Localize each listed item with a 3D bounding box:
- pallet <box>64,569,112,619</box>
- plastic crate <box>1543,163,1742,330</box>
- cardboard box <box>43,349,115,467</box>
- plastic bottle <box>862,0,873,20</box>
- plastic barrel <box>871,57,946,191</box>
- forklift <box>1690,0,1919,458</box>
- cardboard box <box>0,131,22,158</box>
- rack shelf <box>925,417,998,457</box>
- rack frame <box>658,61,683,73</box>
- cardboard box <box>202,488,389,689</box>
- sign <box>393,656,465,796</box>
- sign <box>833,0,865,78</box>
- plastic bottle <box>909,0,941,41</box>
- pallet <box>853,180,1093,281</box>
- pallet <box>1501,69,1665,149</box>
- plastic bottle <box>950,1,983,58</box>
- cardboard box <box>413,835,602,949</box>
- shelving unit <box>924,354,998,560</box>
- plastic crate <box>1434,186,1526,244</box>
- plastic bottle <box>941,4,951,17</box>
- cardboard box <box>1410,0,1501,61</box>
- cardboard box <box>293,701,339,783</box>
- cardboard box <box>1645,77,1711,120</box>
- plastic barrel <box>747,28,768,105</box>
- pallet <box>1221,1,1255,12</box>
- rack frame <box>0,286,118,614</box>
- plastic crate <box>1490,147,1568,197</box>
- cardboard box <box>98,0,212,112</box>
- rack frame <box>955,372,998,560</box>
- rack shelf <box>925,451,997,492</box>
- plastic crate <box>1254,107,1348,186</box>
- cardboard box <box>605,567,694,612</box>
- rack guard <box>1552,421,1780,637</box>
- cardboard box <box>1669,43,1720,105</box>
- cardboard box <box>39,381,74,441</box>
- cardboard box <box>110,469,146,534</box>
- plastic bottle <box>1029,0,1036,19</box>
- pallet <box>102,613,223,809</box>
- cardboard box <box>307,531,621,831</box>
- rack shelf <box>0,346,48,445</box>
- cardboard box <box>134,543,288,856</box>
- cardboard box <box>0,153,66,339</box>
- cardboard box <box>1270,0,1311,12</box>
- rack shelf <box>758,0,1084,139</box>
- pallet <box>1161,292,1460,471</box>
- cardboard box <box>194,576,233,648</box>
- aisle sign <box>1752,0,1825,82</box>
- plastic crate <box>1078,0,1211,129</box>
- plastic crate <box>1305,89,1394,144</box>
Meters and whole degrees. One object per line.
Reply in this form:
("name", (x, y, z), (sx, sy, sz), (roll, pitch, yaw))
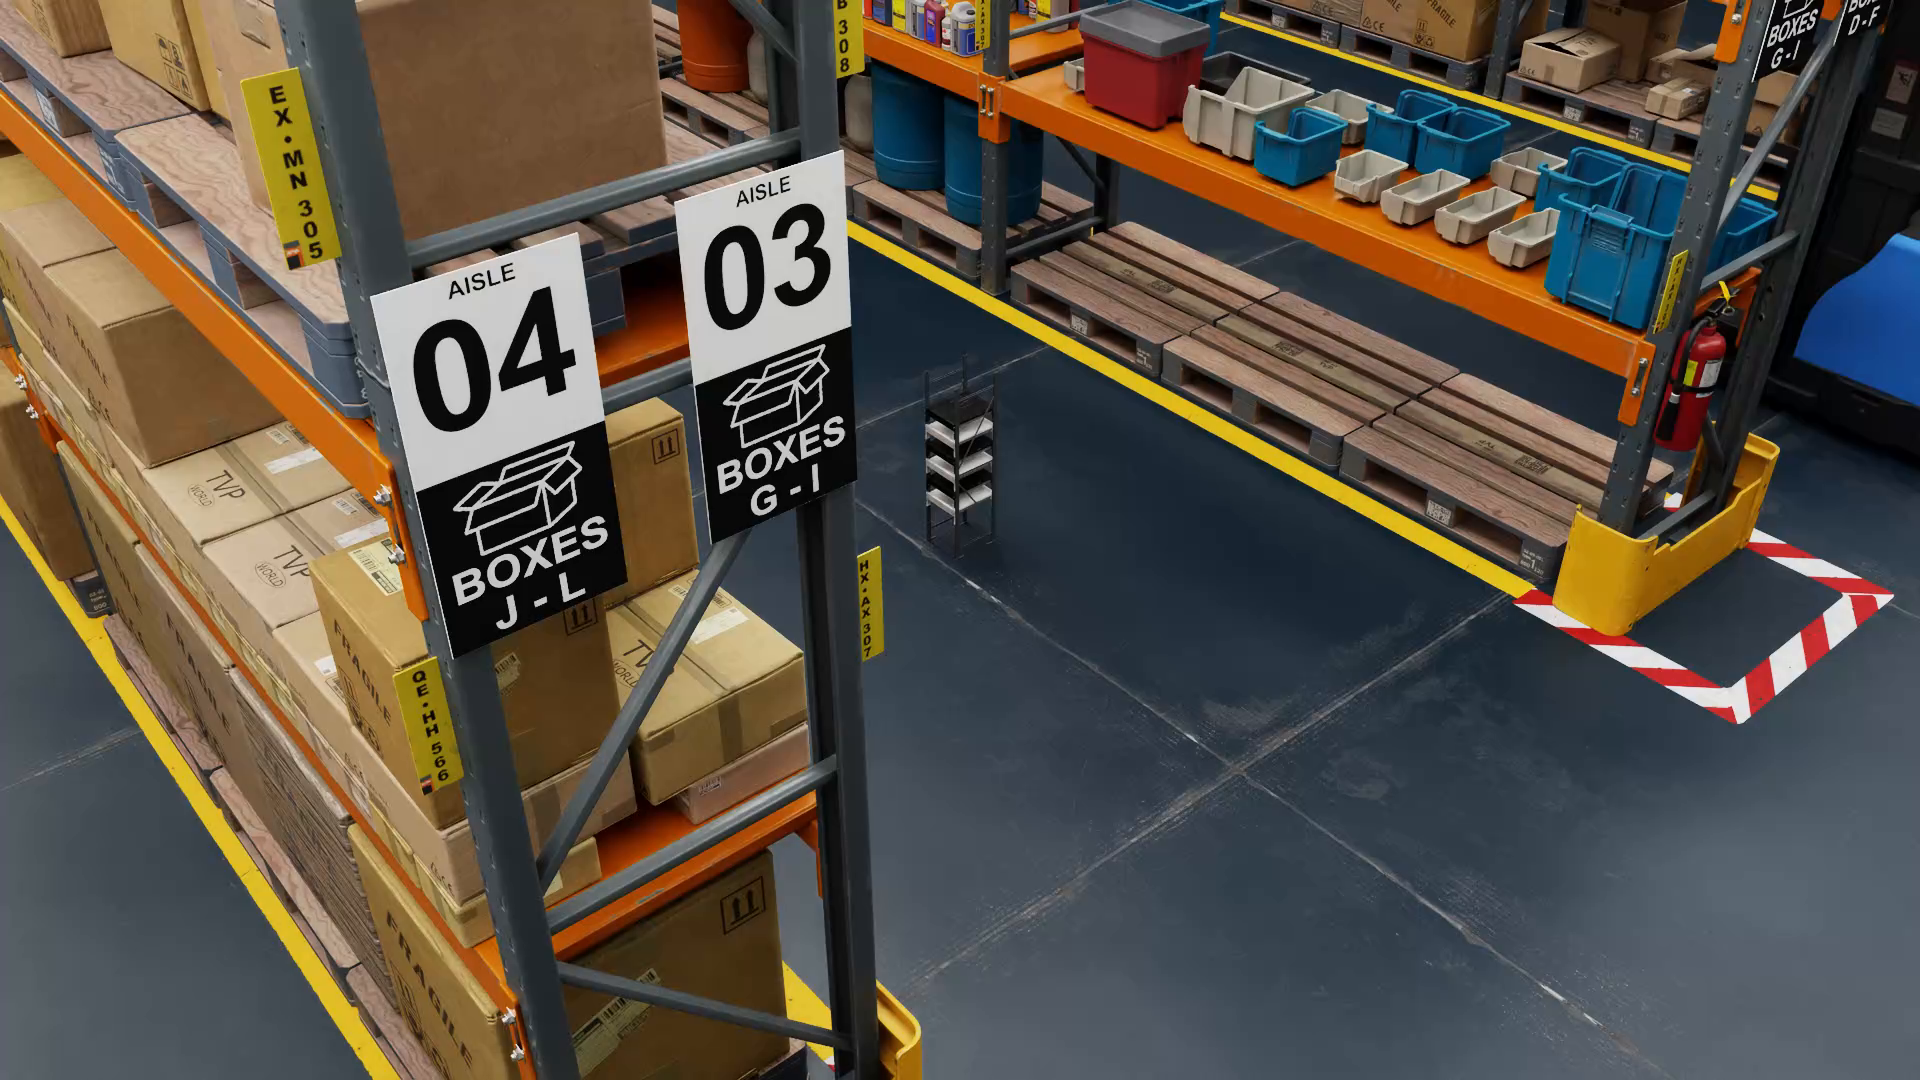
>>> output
("pallet", (-3.797, -0.185, 7.828), (1.003, 0.211, 1.213), (-26, 43, -32))
("plastic crate", (2.765, -1.208, 6.778), (0.616, 0.435, 0.499), (-26, 43, -32))
("cardboard box", (-2.821, -0.544, 5.794), (0.500, 0.250, 0.500), (-26, 43, -32))
("plastic bottle", (-0.520, -3.244, 9.842), (0.152, 0.276, 0.135), (-26, 43, -32))
("plastic barrel", (-0.253, -2.731, 10.464), (0.600, 0.901, 0.708), (-26, 43, -32))
("forklift", (4.398, -2.279, 8.431), (1.130, 2.935, 3.031), (-25, 42, -31))
("cardboard box", (-3.660, -1.739, 6.656), (0.797, 0.503, 0.637), (-27, 43, -33))
("rack shelf", (0.005, -0.483, 7.400), (0.258, 0.077, 0.200), (-26, 43, -32))
("rack frame", (-2.039, -4.623, 11.683), (1.000, 3.000, 0.127), (-26, 43, -32))
("cardboard box", (-1.831, 0.132, 4.840), (0.500, 0.250, 0.500), (-28, 44, -33))
("sign", (-1.083, 0.383, 3.407), (0.100, 0.325, 0.005), (-26, 43, -32))
("sign", (-0.232, -1.061, 3.233), (0.100, 0.325, 0.005), (-26, 43, -32))
("plastic bottle", (-0.195, -3.021, 9.528), (0.152, 0.276, 0.135), (-26, 43, -32))
("pallet", (0.076, -2.075, 10.498), (1.003, 0.211, 1.213), (-26, 43, -32))
("pallet", (4.771, -3.261, 12.173), (1.003, 0.211, 1.213), (-26, 43, -32))
("plastic bottle", (0.041, -2.860, 9.300), (0.152, 0.276, 0.135), (-26, 43, -32))
("cardboard box", (-1.141, 0.824, 4.208), (0.380, 0.149, 0.250), (-25, 42, -31))
("shelving unit", (0.005, -0.364, 7.485), (0.258, 0.900, 0.210), (-26, 43, -32))
("plastic crate", (2.283, -1.434, 7.356), (0.396, 0.136, 0.243), (-26, 43, -32))
("plastic bottle", (-0.094, -2.952, 9.495), (0.097, 0.201, 0.097), (0, 35, 0))
("cardboard box", (3.791, -3.973, 12.547), (0.500, 0.500, 0.500), (-26, 43, -32))
("cardboard box", (-1.632, 0.488, 4.683), (0.380, 0.149, 0.250), (-25, 42, -31))
("cardboard box", (5.000, -3.082, 11.577), (0.380, 0.166, 0.250), (-26, 43, -32))
("plastic barrel", (-1.278, -3.354, 11.679), (0.421, 0.512, 0.421), (0, 35, 0))
("pallet", (2.200, -4.987, 14.609), (1.003, 0.211, 1.213), (-26, 43, -32))
("rack frame", (-3.241, -1.010, 6.581), (1.000, 3.000, 0.127), (-26, 43, -32))
("plastic crate", (2.634, -1.712, 7.748), (0.250, 0.136, 0.298), (-26, 43, -32))
("cardboard box", (-1.678, -1.434, 4.048), (0.700, 0.500, 0.500), (-29, 45, -35))
("rack frame", (0.071, -0.319, 7.421), (0.240, 0.900, 0.006), (-26, 43, -32))
("rack shelf", (0.005, -0.336, 7.504), (0.258, 0.077, 0.200), (-26, 43, -32))
("plastic crate", (1.603, -1.858, 7.872), (0.416, 0.233, 0.300), (-26, 43, -32))
("cardboard box", (-1.104, 0.156, 4.806), (0.500, 0.250, 0.500), (-27, 43, -32))
("rack guard", (3.149, -0.065, 7.410), (1.175, 0.500, 0.348), (-26, 43, -32))
("cardboard box", (5.397, -3.308, 11.772), (0.500, 0.311, 0.500), (-26, 43, -32))
("cardboard box", (-3.135, -0.537, 6.130), (0.380, 0.149, 0.250), (-28, 44, -33))
("cardboard box", (-2.628, -0.192, 5.644), (0.380, 0.149, 0.250), (-27, 43, -32))
("plastic bottle", (0.457, -3.200, 9.845), (0.097, 0.201, 0.097), (0, 35, 0))
("pallet", (-2.810, 0.493, 6.871), (1.003, 0.211, 1.213), (-26, 43, -32))
("cardboard box", (-1.175, 0.273, 3.993), (0.500, 0.500, 0.500), (-25, 43, -31))
("rack shelf", (-4.532, -1.599, 8.035), (1.077, 0.370, 4.000), (-26, 43, -32))
("cardboard box", (-2.296, 0.404, 6.059), (0.875, 0.875, 0.875), (-26, 43, -32))
("cardboard box", (-3.127, -1.069, 5.888), (0.500, 0.500, 0.500), (-26, 43, -32))
("cardboard box", (2.826, -4.640, 13.489), (0.500, 0.500, 0.500), (-28, 44, -33))
("rack shelf", (-0.748, -3.447, 10.644), (1.077, 0.370, 4.000), (-26, 43, -32))
("pallet", (1.838, -0.870, 8.796), (1.003, 0.211, 1.213), (-26, 43, -32))
("cardboard box", (-2.127, 0.149, 5.161), (0.380, 0.149, 0.250), (-25, 42, -31))
("aisle sign", (2.946, -2.011, 5.745), (0.394, 0.787, 0.004), (-26, 43, -32))
("plastic crate", (0.927, -2.420, 8.464), (0.402, 0.464, 0.583), (-26, 43, -32))
("plastic crate", (1.896, -2.117, 8.321), (0.293, 0.136, 0.466), (-26, 43, -32))
